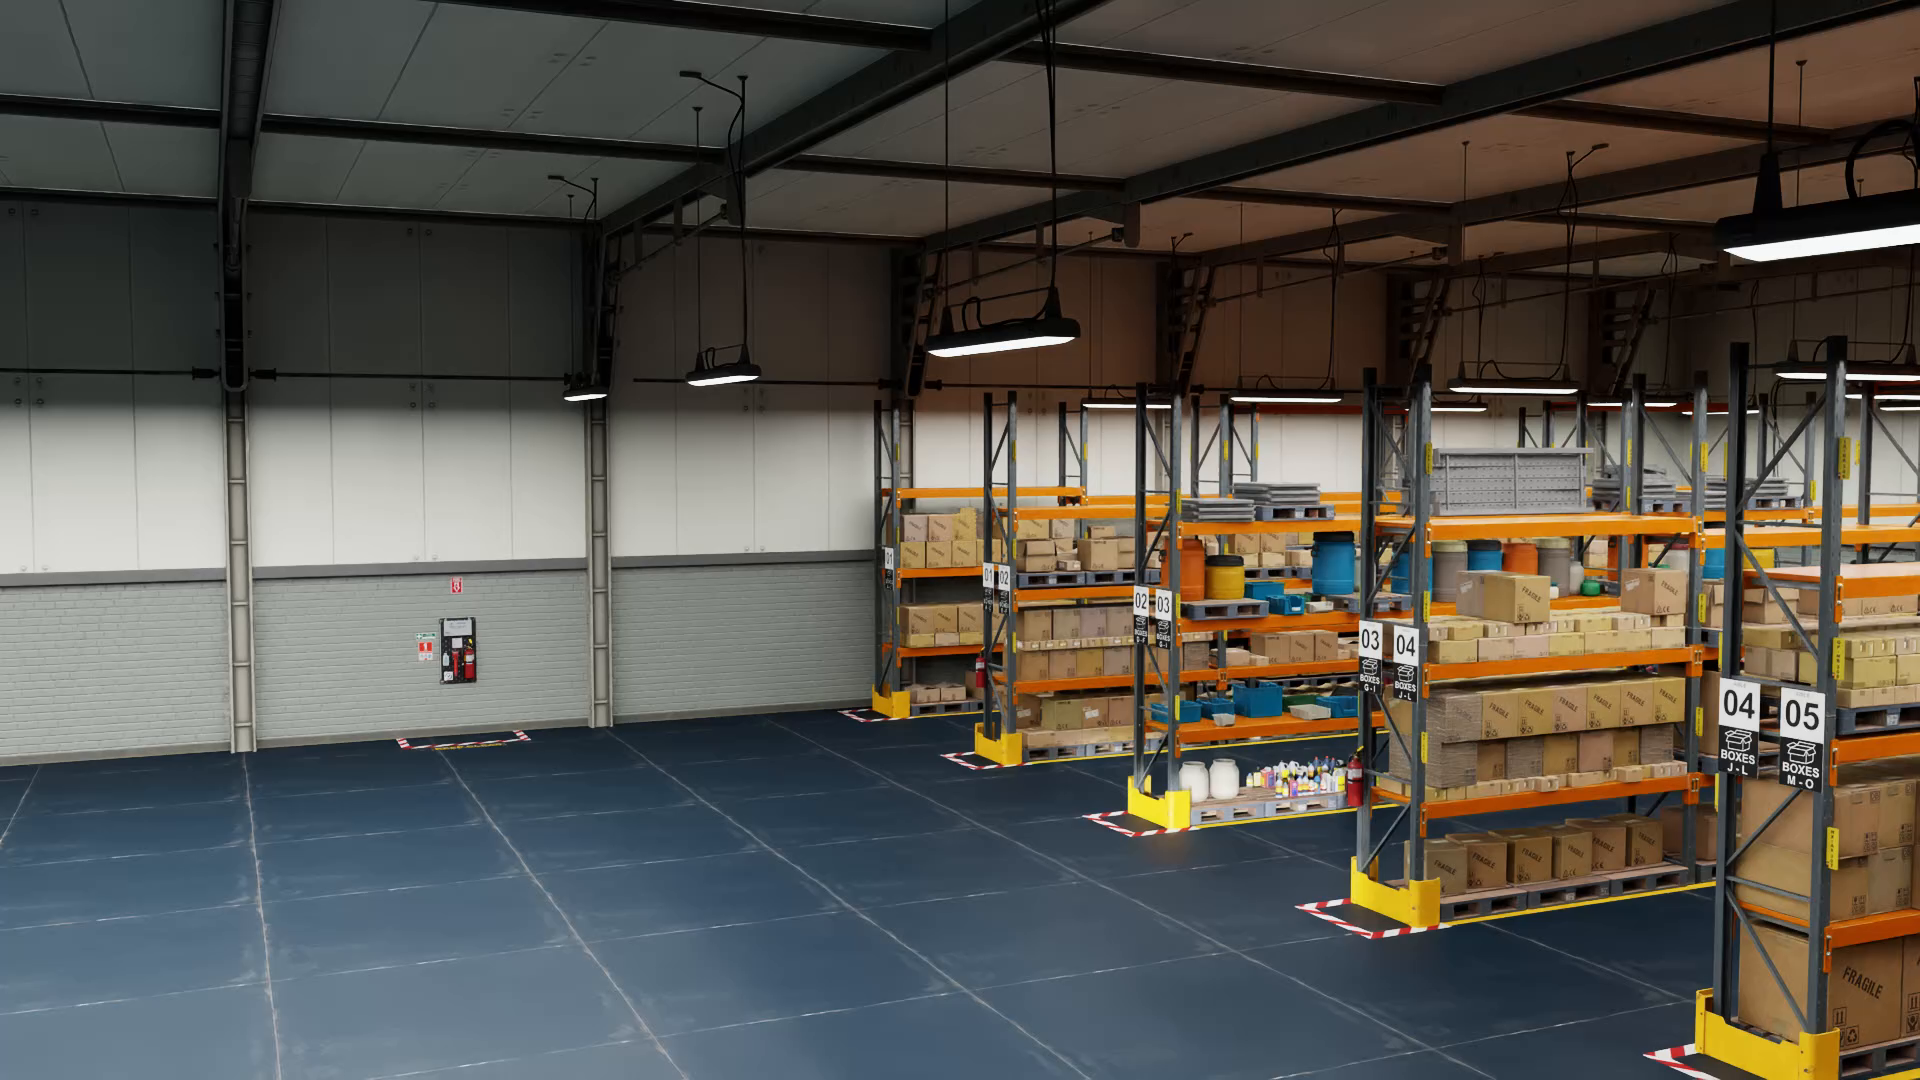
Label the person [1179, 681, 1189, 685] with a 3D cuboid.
[{"bbox_3d":[4.025,2.467,31.061,0.490,1.784,0.587,-2,4,-28],"label":"person"}]
